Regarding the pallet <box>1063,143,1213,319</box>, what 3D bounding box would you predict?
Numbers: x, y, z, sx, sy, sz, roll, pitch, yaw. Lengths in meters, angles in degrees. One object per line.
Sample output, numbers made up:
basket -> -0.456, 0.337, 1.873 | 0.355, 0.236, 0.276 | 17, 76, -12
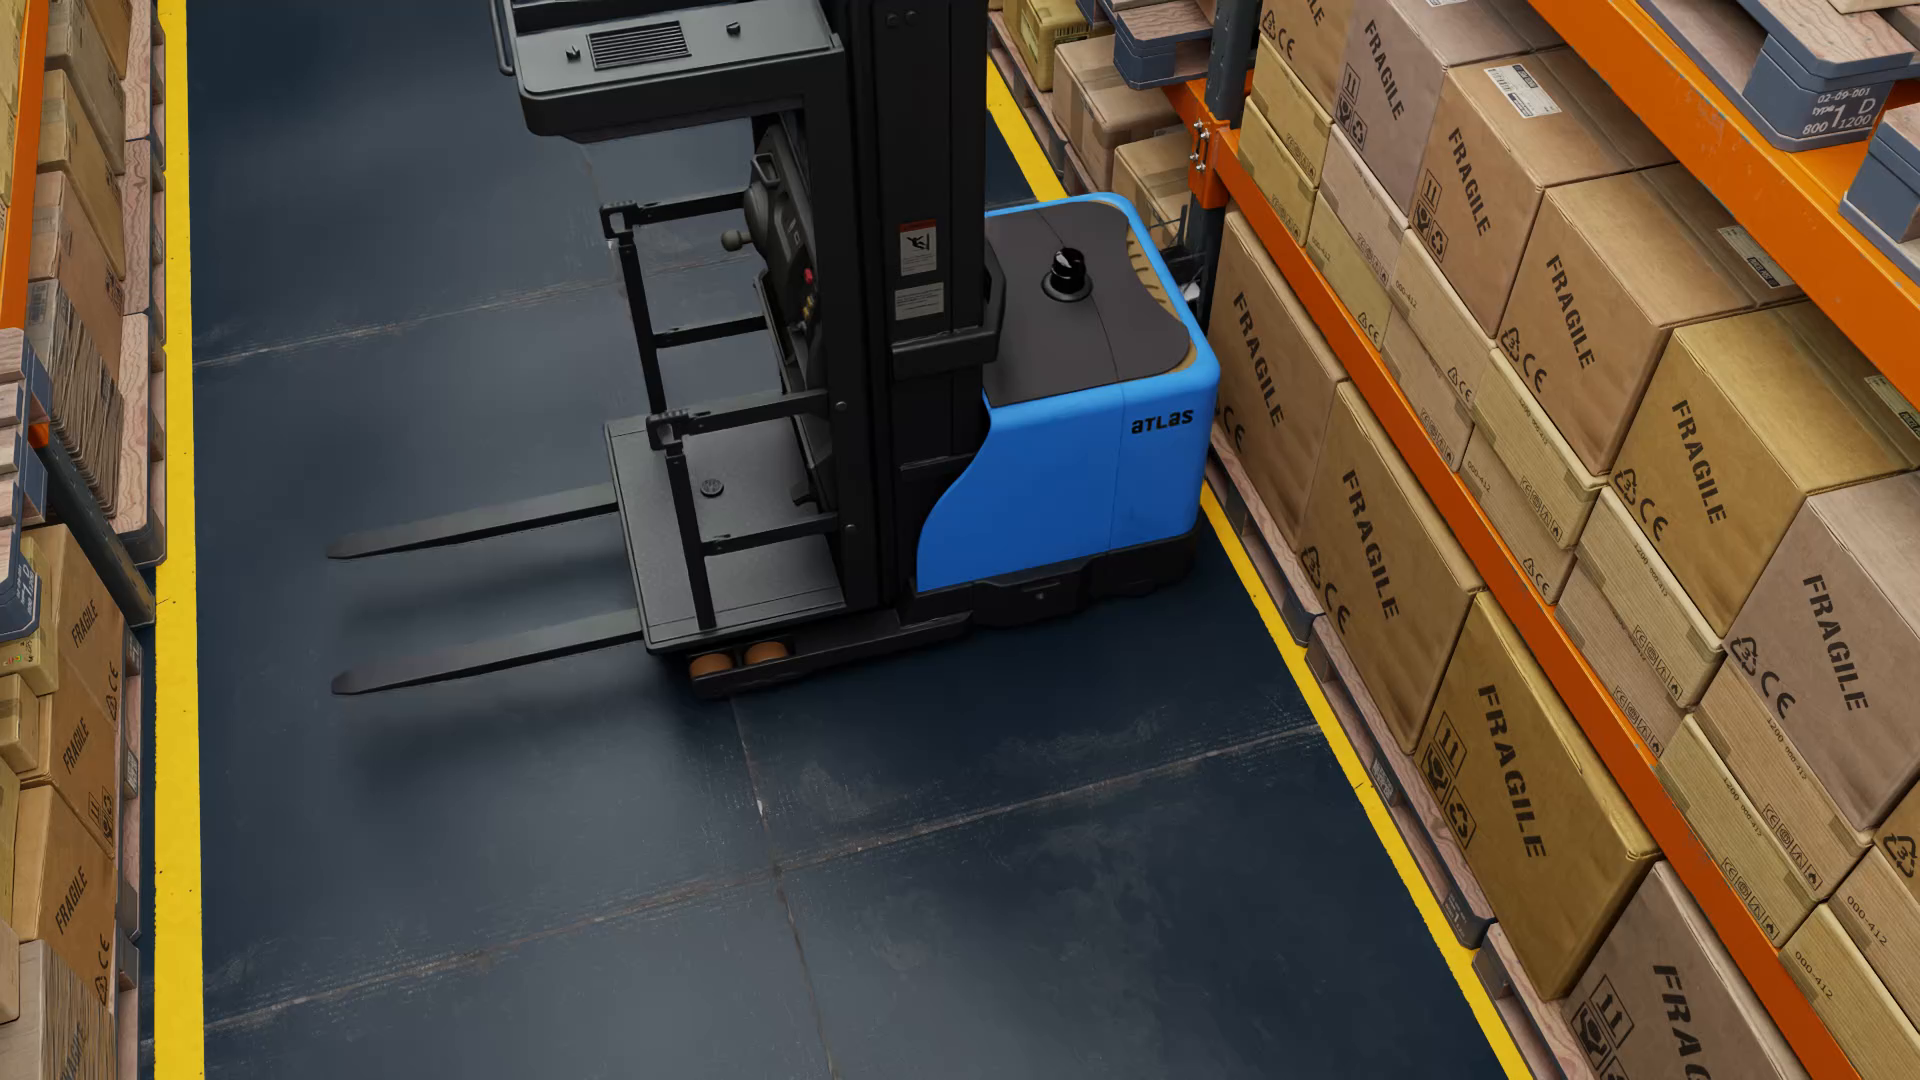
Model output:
pallet -> 1.117, -1.391, 7.285 | 1.003, 0.211, 1.213 | -13, 51, -11

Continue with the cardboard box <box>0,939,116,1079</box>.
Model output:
cardboard box -> -2.597, 1.462, 4.416 | 0.500, 0.500, 0.500 | -15, 51, -12

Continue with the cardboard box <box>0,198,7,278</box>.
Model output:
cardboard box -> -3.292, -0.925, 5.166 | 0.500, 0.250, 0.500 | -13, 51, -11

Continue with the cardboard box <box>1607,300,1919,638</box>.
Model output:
cardboard box -> 1.866, -0.172, 3.714 | 0.500, 0.500, 0.500 | -12, 51, -10

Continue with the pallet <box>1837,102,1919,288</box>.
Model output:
pallet -> 2.211, -0.361, 2.756 | 0.805, 0.209, 1.217 | -15, 52, -12

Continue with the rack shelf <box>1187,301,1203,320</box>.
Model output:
rack shelf -> 0.762, -0.874, 6.323 | 0.258, 0.077, 0.200 | -17, 52, -14

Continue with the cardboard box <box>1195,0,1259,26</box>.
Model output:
cardboard box -> 1.024, -1.959, 5.829 | 0.380, 0.149, 0.250 | -12, 51, -10

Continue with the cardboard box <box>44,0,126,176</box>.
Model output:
cardboard box -> -4.190, -1.938, 7.200 | 0.875, 0.625, 0.625 | -14, 51, -11

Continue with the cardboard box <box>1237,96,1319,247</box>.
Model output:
cardboard box -> 1.251, -1.256, 5.445 | 0.500, 0.250, 0.500 | -14, 51, -12

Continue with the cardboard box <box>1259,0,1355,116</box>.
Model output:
cardboard box -> 1.258, -1.658, 4.966 | 0.500, 0.500, 0.500 | -15, 51, -12

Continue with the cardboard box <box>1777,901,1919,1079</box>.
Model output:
cardboard box -> 2.156, 0.981, 3.560 | 0.500, 0.250, 0.500 | -14, 51, -12

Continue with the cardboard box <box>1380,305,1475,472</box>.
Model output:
cardboard box -> 1.569, -0.500, 4.808 | 0.500, 0.250, 0.500 | -12, 51, -10

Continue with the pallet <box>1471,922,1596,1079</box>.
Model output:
pallet -> 2.229, 1.555, 4.801 | 1.003, 0.211, 1.213 | -13, 51, -11

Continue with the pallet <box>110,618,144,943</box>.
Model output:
pallet -> -3.210, 0.859, 5.388 | 1.003, 0.211, 1.213 | -13, 51, -11

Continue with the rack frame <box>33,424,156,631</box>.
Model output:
rack frame -> -3.394, -0.594, 4.789 | 1.000, 3.000, 0.127 | -13, 51, -11

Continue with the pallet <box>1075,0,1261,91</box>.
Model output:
pallet -> 1.034, -2.153, 6.229 | 1.213, 0.211, 1.003 | -13, 51, -11

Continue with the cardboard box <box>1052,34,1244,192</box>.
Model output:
cardboard box -> 0.963, -1.959, 7.384 | 0.950, 0.372, 0.625 | -14, 51, -12

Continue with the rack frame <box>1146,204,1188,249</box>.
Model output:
rack frame -> 0.724, -0.909, 6.428 | 0.240, 0.900, 0.006 | -17, 52, -14

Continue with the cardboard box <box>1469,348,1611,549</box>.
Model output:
cardboard box -> 1.685, -0.288, 4.302 | 0.500, 0.250, 0.500 | -13, 51, -10

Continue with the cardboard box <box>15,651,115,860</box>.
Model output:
cardboard box -> -2.926, 0.705, 5.054 | 0.500, 0.500, 0.500 | -14, 51, -12

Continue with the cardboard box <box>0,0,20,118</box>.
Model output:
cardboard box -> -3.595, -1.668, 5.792 | 0.500, 0.250, 0.500 | -15, 51, -12

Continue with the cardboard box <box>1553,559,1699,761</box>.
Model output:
cardboard box -> 1.875, 0.235, 4.188 | 0.500, 0.250, 0.500 | -15, 51, -12

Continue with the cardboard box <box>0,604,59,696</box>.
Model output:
cardboard box -> -2.896, 0.363, 4.918 | 0.380, 0.149, 0.250 | -16, 52, -13

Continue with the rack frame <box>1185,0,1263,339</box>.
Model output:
rack frame -> 1.346, -1.719, 5.737 | 1.000, 3.000, 0.127 | -13, 51, -11

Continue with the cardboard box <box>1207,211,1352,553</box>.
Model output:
cardboard box -> 1.471, -0.646, 5.948 | 0.875, 0.875, 0.875 | -14, 51, -11

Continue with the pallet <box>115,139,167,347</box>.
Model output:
pallet -> -3.958, -1.194, 7.119 | 1.003, 0.211, 1.213 | -13, 51, -11

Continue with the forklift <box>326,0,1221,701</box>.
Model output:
forklift -> -0.719, -0.848, 5.048 | 3.031, 2.935, 1.130 | -12, 51, -10

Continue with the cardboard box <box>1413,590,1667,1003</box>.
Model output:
cardboard box -> 1.995, 0.660, 4.847 | 0.875, 0.875, 0.875 | -12, 51, -10

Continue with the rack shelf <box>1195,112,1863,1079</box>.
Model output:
rack shelf -> 1.938, -0.026, 4.781 | 1.077, 0.370, 4.000 | -13, 51, -11

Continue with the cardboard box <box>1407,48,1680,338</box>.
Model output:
cardboard box -> 1.553, -0.916, 4.341 | 0.500, 0.500, 0.500 | -12, 51, -10

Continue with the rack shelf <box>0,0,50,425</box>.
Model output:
rack shelf -> -3.986, -1.822, 6.295 | 1.077, 0.370, 4.000 | -13, 51, -11

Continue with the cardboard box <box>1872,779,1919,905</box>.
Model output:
cardboard box -> 2.157, 0.579, 3.081 | 0.500, 0.500, 0.500 | -12, 51, -10

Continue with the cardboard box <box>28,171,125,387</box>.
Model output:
cardboard box -> -3.766, -0.898, 6.323 | 0.875, 0.625, 0.625 | -12, 51, -10

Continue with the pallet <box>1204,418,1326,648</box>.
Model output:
pallet -> 1.507, -0.227, 6.303 | 1.003, 0.211, 1.213 | -13, 51, -11

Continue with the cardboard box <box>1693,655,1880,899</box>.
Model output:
cardboard box -> 2.012, 0.460, 3.672 | 0.500, 0.250, 0.500 | -12, 51, -10

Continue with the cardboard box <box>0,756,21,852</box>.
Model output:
cardboard box -> -2.826, 0.769, 4.576 | 0.380, 0.149, 0.250 | -12, 51, -10

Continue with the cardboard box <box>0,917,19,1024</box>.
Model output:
cardboard box -> -2.641, 1.146, 4.258 | 0.380, 0.149, 0.250 | -16, 52, -13

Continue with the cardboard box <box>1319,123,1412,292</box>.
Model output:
cardboard box -> 1.412, -1.028, 4.926 | 0.500, 0.250, 0.500 | -12, 51, -10

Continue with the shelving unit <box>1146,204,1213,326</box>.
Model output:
shelving unit -> 0.762, -0.837, 6.367 | 0.258, 0.900, 0.210 | -17, 52, -14

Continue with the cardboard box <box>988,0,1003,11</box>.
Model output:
cardboard box -> 0.537, -3.022, 8.279 | 0.950, 0.372, 0.625 | -10, 51, -9
